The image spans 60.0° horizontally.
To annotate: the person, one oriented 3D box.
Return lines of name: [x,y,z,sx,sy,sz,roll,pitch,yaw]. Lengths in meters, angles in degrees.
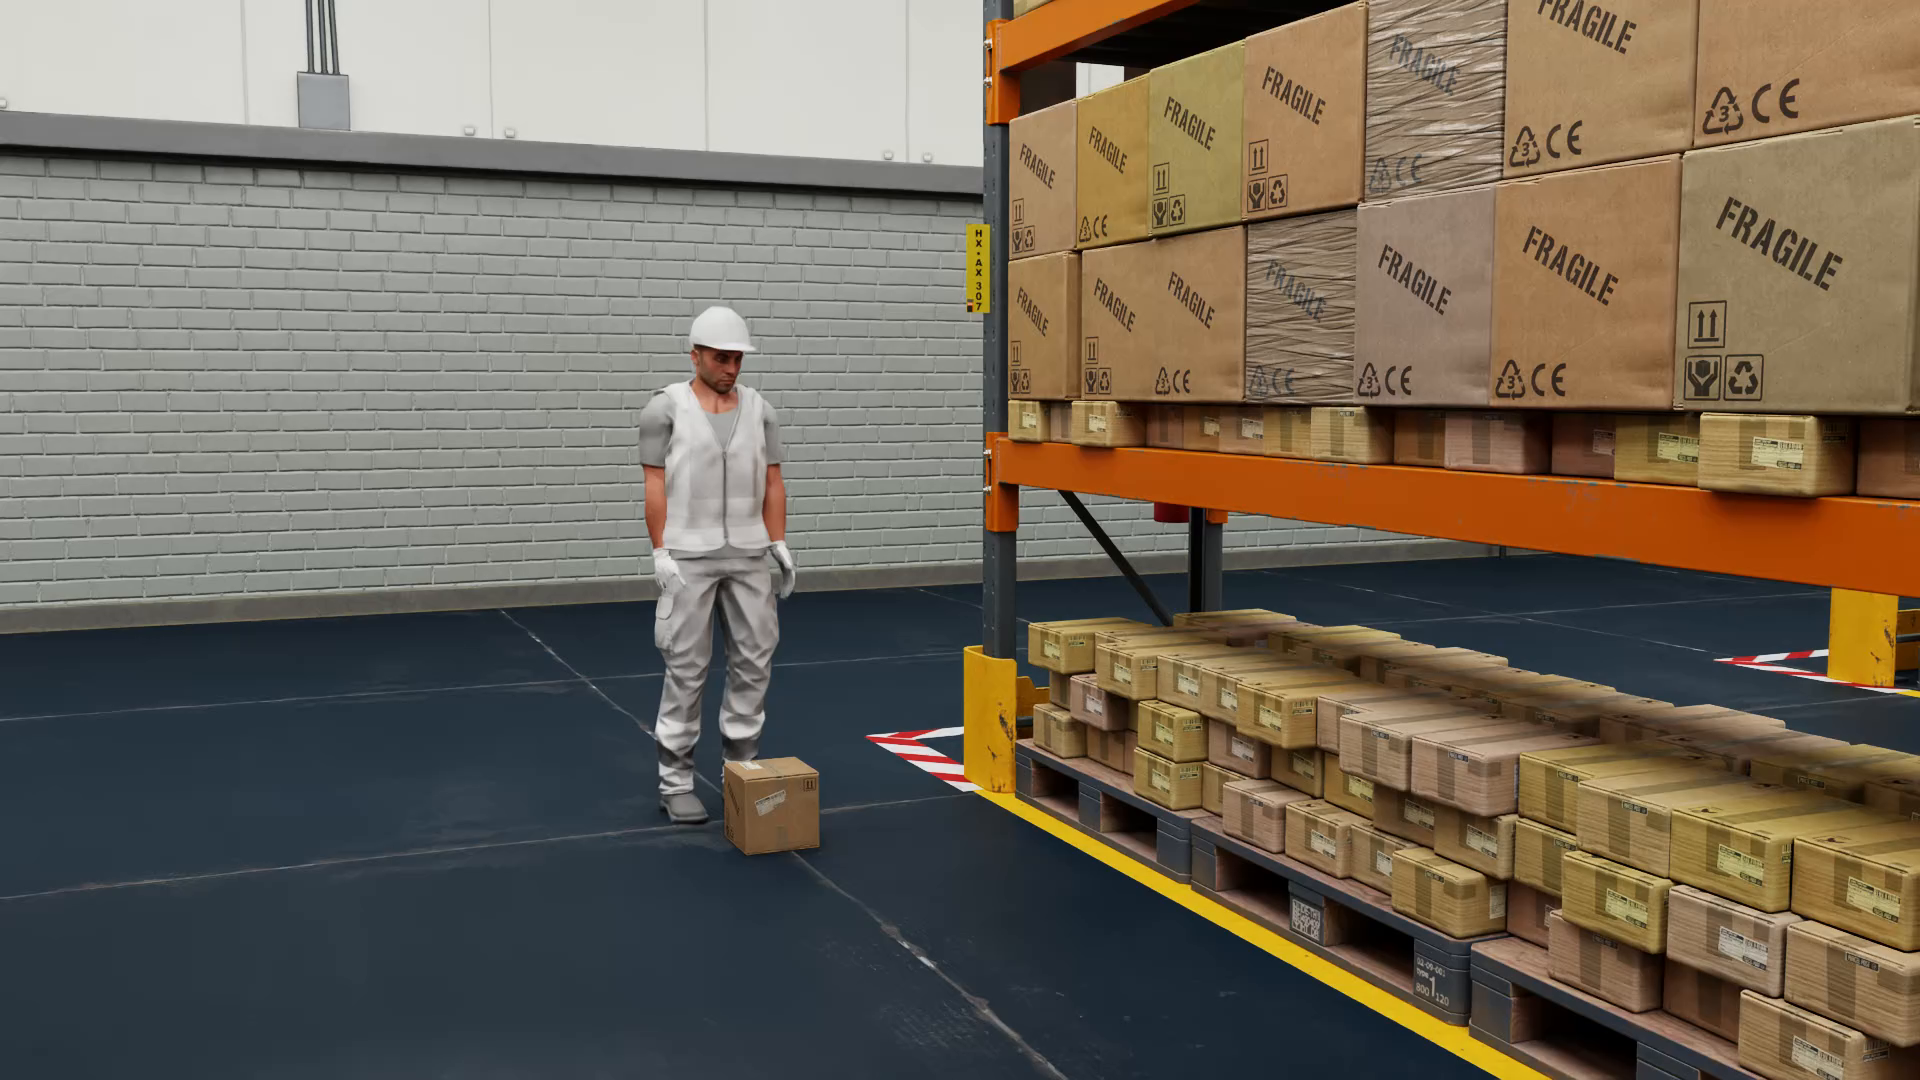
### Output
person: [-0.837,0.083,5.827,0.534,1.765,0.400,-3,6,-29]
